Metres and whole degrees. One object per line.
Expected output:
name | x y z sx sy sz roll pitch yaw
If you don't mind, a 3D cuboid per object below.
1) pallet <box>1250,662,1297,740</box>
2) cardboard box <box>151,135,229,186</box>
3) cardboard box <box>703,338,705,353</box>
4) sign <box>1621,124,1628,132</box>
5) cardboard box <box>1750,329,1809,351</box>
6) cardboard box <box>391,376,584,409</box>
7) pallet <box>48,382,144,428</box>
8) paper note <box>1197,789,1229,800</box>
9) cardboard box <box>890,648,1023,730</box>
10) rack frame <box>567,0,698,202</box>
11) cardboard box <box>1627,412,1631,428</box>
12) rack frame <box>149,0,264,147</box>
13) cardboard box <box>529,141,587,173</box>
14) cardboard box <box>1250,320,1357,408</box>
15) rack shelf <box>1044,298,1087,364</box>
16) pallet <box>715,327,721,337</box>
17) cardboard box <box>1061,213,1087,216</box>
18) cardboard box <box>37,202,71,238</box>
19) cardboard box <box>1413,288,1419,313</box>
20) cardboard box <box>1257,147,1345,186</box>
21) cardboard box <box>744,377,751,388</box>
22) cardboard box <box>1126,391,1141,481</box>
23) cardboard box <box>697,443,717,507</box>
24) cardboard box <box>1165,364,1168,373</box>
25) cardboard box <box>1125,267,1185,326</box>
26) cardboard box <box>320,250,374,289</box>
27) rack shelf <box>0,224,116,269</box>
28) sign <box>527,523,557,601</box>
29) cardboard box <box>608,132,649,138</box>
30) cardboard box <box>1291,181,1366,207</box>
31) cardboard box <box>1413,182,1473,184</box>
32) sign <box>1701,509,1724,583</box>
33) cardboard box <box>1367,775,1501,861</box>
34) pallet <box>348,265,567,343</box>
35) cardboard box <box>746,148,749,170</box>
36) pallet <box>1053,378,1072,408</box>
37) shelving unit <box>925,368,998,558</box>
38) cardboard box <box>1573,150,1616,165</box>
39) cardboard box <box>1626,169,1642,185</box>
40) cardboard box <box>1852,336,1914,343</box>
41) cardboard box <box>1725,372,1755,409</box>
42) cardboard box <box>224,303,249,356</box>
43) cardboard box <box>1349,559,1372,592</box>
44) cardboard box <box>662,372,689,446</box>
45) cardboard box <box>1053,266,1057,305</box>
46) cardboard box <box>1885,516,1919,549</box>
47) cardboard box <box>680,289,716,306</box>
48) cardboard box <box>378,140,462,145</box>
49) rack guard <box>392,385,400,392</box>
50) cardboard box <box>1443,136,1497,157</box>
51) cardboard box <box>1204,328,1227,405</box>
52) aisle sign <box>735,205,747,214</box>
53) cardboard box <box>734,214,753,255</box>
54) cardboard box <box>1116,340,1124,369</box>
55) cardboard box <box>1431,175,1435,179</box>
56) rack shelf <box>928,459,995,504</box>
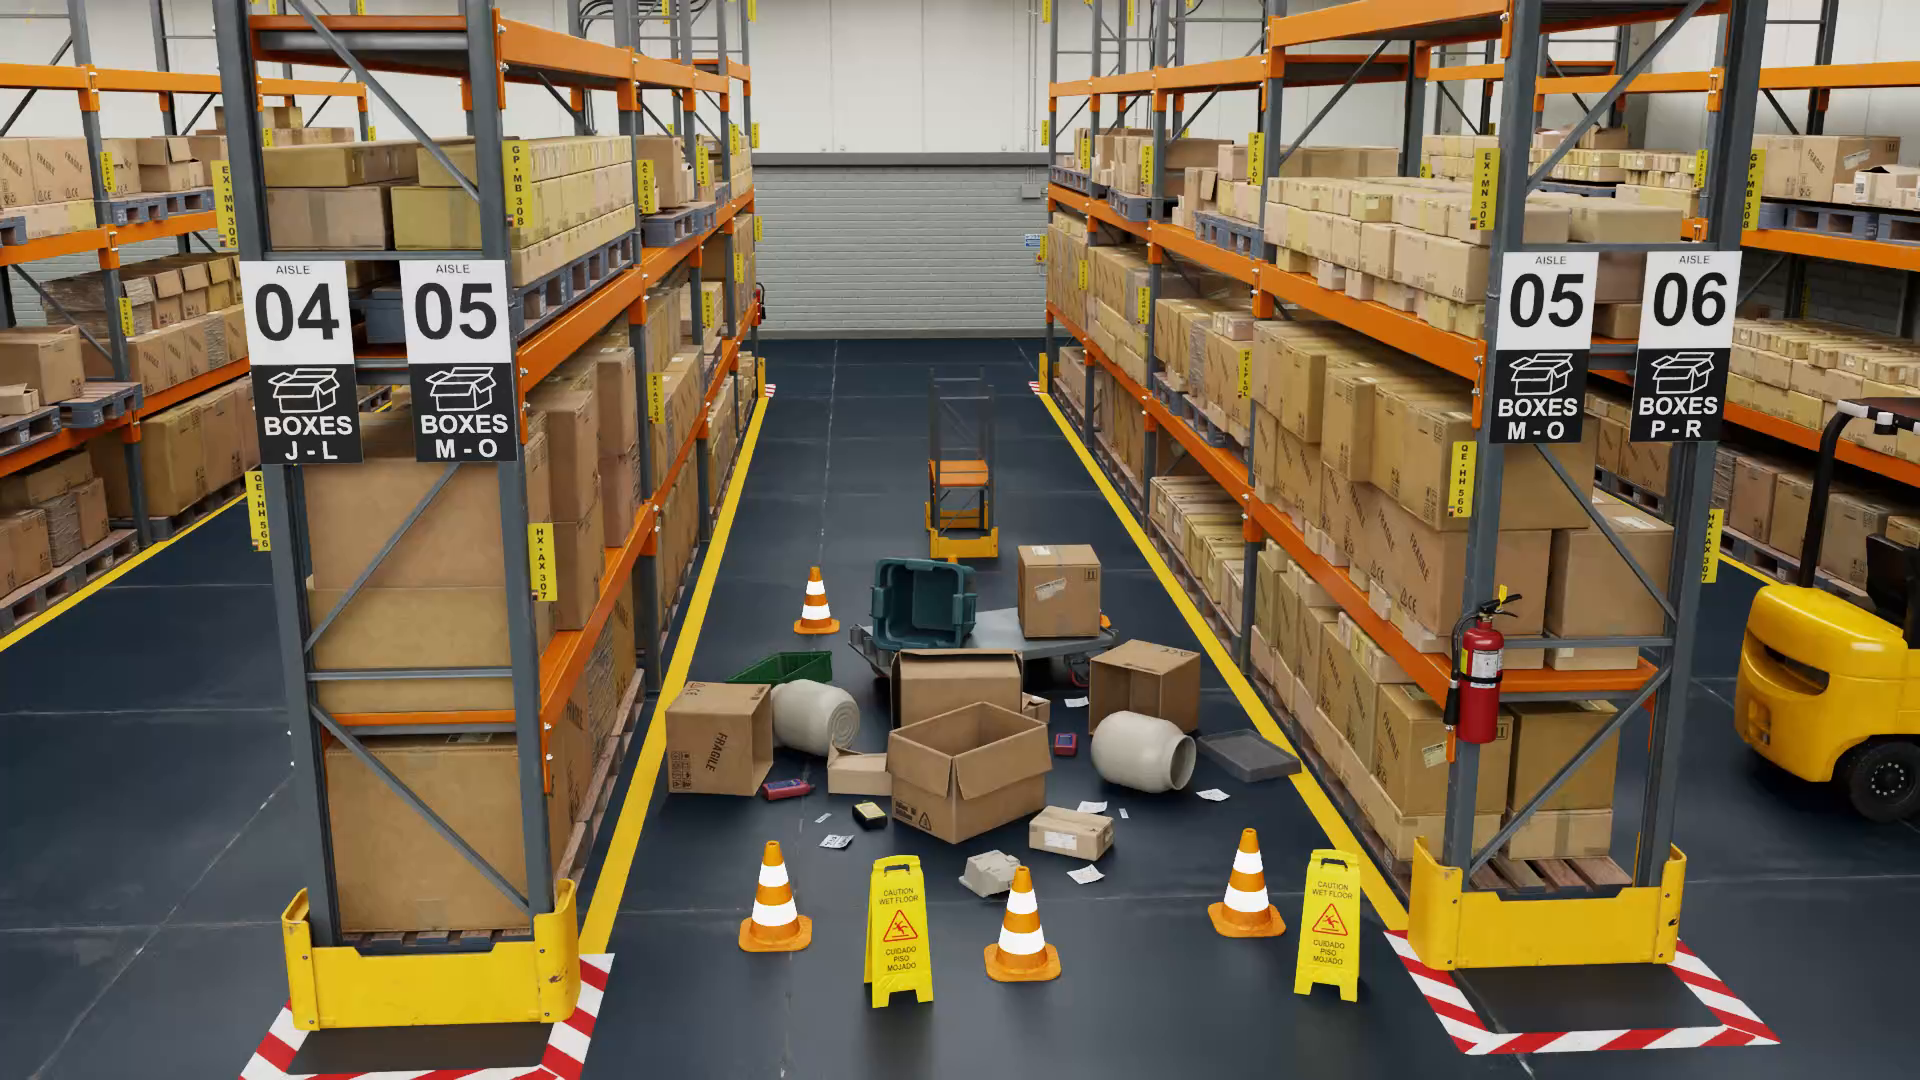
pallet | 2.512 0.976 10.809 1.003 0.211 1.213 -1 14 -3
cardboard box | -7.905 -3.938 17.248 0.700 0.500 0.500 -1 14 -2
cardboard box | -2.625 -1.831 15.785 0.380 0.149 0.250 0 14 -1
sign | 7.447 -4.511 18.692 0.100 0.325 0.005 -1 14 -3
cardboard box | 6.955 -1.697 14.100 0.380 0.149 0.250 -1 14 -3
cardboard box | -2.423 -0.539 8.635 0.875 0.550 0.500 -1 14 -3
pallet | -7.553 -1.114 13.722 1.213 0.211 1.003 -1 14 -3
paper note | 1.432 1.434 9.391 0.142 0.019 0.148 -6 16 -23
cardboard box | -0.019 0.967 9.985 0.797 0.637 0.503 -1 14 -3
rack frame | -2.747 -4.339 13.833 1.000 3.000 0.127 -1 14 -3
cardboard box | 6.838 -1.173 16.436 0.380 0.149 0.250 -1 14 -5
rack frame | -7.951 -5.283 17.499 1.000 3.000 0.127 -1 14 -3
cardboard box | -2.048 -1.881 8.159 0.380 0.149 0.250 -1 14 -3
cardboard box | 2.246 -1.105 10.496 0.700 0.500 0.500 -1 14 -4
rack shelf | 1.816 -2.679 20.864 1.077 0.370 4.000 -1 14 -3
pallet | -3.092 -2.144 17.723 1.003 0.211 1.213 -1 14 -3
cardboard box | 1.525 -4.215 21.881 0.380 0.149 0.250 -1 14 -2
cardboard box | -7.385 -2.525 13.101 0.500 0.250 0.500 -1 14 -4
cardboard box | 2.402 -1.153 7.974 0.380 0.149 0.250 -1 14 -3
cardboard box | 2.272 -2.509 11.191 0.500 0.250 0.500 -1 14 -2
cardboard box | -2.846 -2.006 21.084 0.380 0.149 0.250 -1 14 -3
cardboard box | 2.177 -1.105 16.722 0.875 0.875 0.875 -1 14 -3
cardboard box | -2.536 -0.607 15.538 0.500 0.500 0.500 -2 15 -6
cardboard box | 2.022 -1.534 14.628 0.380 0.149 0.250 -2 15 -7
cardboard box | 1.855 -2.320 15.817 0.500 0.500 0.500 -1 14 -2
cardboard box | -2.610 -1.105 6.741 0.380 0.149 0.250 -1 14 -4
rack shelf | -7.579 -1.989 12.163 1.077 0.370 4.000 -1 14 -3
sign | -1.697 0.091 6.757 0.100 0.325 0.005 -1 14 -3
cardboard box | -3.131 -3.722 15.716 0.396 0.266 0.258 -1 14 -3
cardboard box | 2.182 -2.045 9.837 0.380 0.149 0.250 -1 14 -5
cardboard box | 2.839 -1.990 9.627 0.380 0.149 0.250 0 14 -2
sign | 3.225 0.026 7.167 0.100 0.325 0.005 -1 14 -3
cardboard box | 2.363 1.379 8.321 0.500 0.250 0.500 -1 14 -4
pallet | -2.307 -1.039 7.201 1.003 0.211 1.213 -1 14 -3
cardboard box | -2.927 -4.808 20.971 0.500 0.250 0.500 -1 14 -5
pallet | 1.820 -1.977 22.287 1.003 0.211 1.213 -1 14 -3
shelving unit | 0.005 -0.707 14.766 0.587 1.500 1.083 -1 14 -3
cardboard box | 6.652 -3.999 17.391 0.380 0.149 0.250 -1 14 -3
cardboard box | 6.826 -3.591 16.445 0.380 0.149 0.250 0 14 -2
cardboard box | 7.569 -1.582 13.654 0.380 0.149 0.250 -1 14 -4
cardboard box | 6.951 -1.301 14.365 0.500 0.250 0.500 -1 14 -5
cardboard box | -7.626 -2.191 17.320 0.500 0.500 0.500 0 14 -2
cardboard box | 2.297 0.169 8.854 0.380 0.149 0.250 -1 14 -4
cardboard box | -2.354 -0.999 12.688 0.500 0.500 0.500 -1 14 -3
cardboard box | 1.494 -3.324 21.727 0.500 0.500 0.500 -1 14 -4
cardboard box | 7.346 0.199 12.157 0.875 0.625 0.625 0 14 -1
cardboard box | -2.727 -2.505 17.212 0.380 0.149 0.250 -1 14 -4
cardboard box | -2.721 -1.934 8.364 0.380 0.149 0.250 -1 14 -4
rack guard | -8.200 -2.168 22.448 1.175 0.500 0.348 -1 14 -3
cardboard box | 6.480 -5.003 21.133 0.500 0.250 0.500 -1 14 -4
cardboard box | 2.120 -1.300 12.418 0.500 0.500 0.500 0 14 -2
aisle sign | -2.947 -4.705 22.078 0.394 0.787 0.004 -1 14 -3
cardboard box | -2.966 -3.990 21.711 0.500 0.500 0.500 -1 14 -5
cardboard box | 1.835 -1.837 16.447 0.500 0.250 0.500 -1 14 -4
cardboard box | 6.476 -4.786 22.093 0.380 0.149 0.250 -1 14 -2
rack shelf | 0.005 -0.531 14.802 0.538 0.185 1.000 -1 14 -3
